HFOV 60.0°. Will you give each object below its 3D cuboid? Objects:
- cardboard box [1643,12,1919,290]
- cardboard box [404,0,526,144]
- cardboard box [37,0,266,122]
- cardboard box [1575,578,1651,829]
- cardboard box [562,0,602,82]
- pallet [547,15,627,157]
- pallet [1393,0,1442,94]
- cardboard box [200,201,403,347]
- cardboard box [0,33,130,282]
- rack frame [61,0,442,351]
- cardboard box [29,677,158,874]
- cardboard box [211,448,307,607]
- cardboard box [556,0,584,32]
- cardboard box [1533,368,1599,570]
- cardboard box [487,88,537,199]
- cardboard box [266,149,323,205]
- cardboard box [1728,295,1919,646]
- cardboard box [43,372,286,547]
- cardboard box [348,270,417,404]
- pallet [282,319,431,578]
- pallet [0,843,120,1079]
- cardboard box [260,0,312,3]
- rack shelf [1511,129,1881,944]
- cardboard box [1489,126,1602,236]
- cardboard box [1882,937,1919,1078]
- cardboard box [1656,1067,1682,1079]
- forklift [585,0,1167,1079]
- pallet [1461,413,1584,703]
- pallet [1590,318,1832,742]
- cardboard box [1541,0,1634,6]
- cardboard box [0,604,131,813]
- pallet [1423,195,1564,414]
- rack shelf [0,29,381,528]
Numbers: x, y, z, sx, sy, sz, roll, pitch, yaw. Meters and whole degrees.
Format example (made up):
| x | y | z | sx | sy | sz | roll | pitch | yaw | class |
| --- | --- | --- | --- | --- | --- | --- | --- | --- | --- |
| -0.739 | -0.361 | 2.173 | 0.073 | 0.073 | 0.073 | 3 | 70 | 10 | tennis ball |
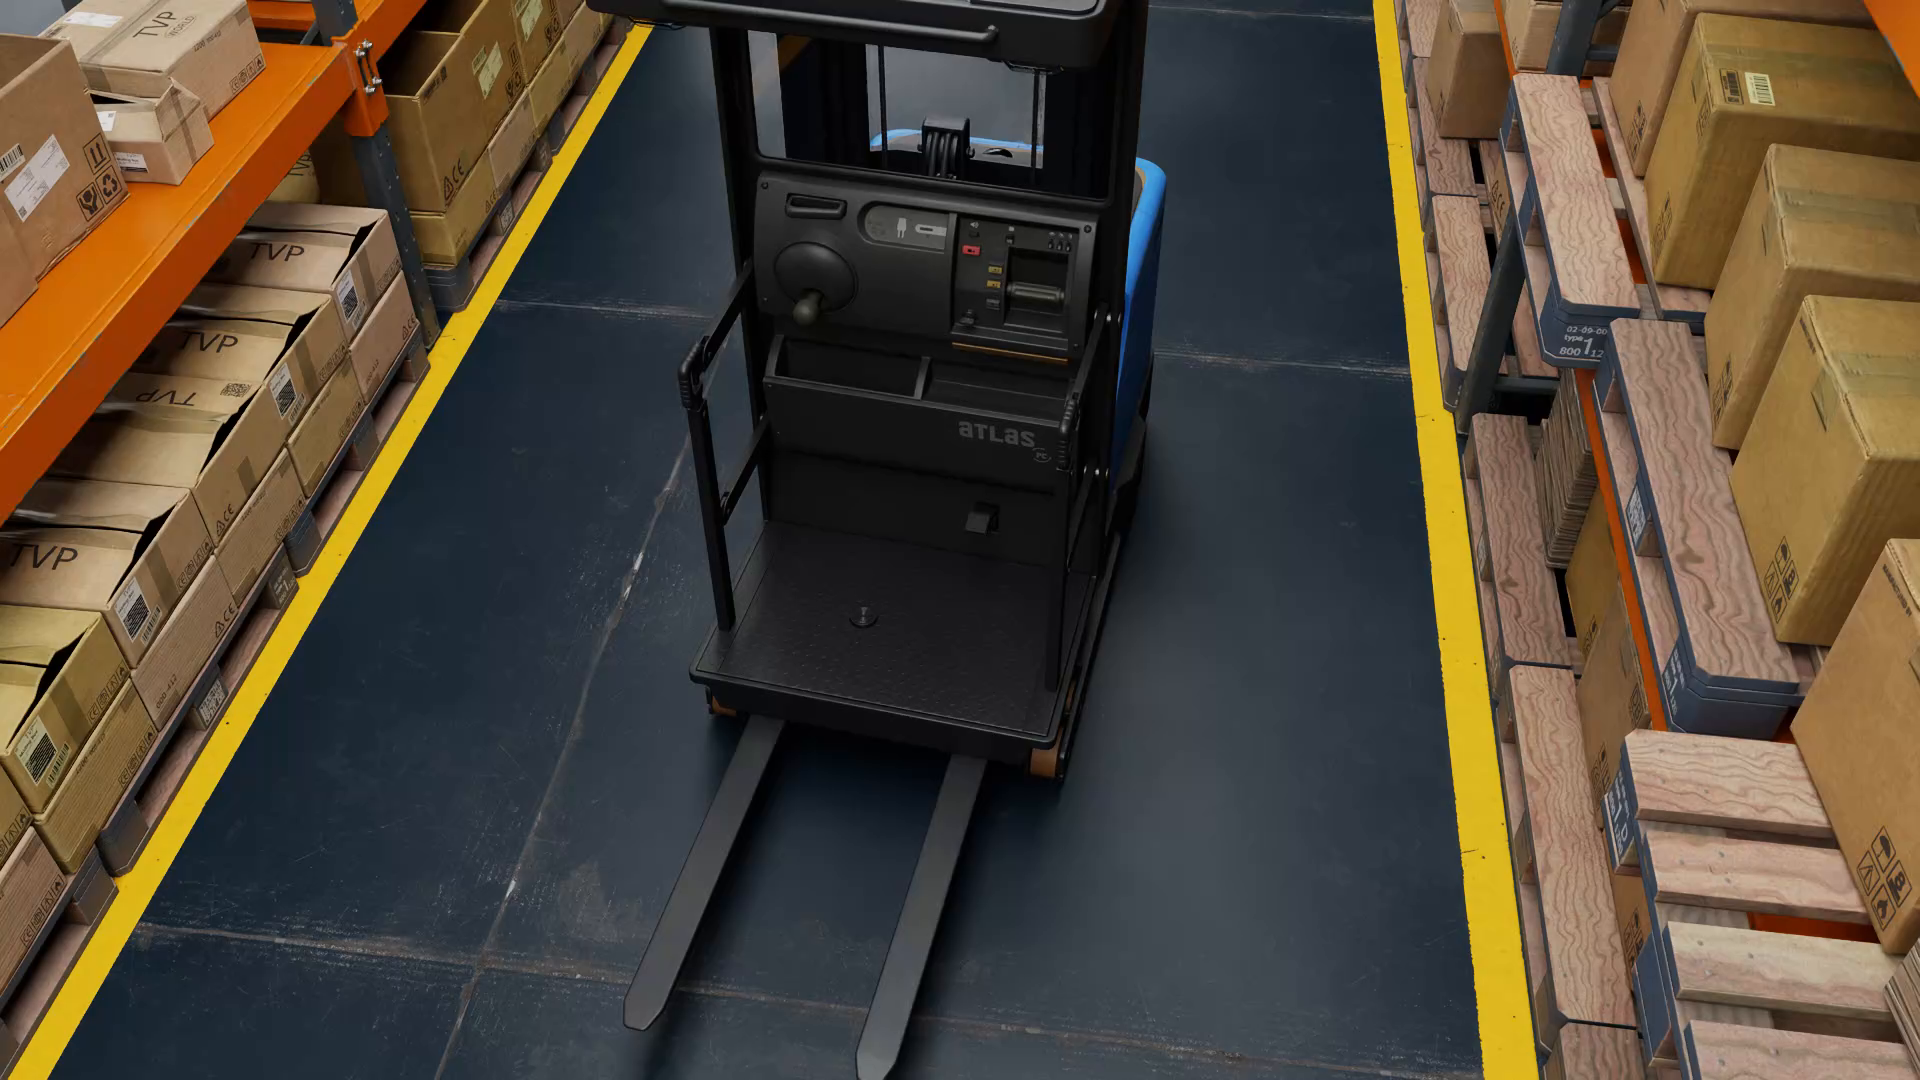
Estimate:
| x | y | z | sx | sy | sz | roll | pitch | yaw | class |
| --- | --- | --- | --- | --- | --- | --- | --- | --- | --- |
| 2.161 | -0.943 | 4.171 | 0.700 | 0.500 | 0.500 | 9 | 44 | 10 | cardboard box |
| -2.137 | -1.974 | 6.802 | 0.500 | 0.500 | 0.500 | 5 | 44 | 6 | cardboard box |
| -2.589 | -1.524 | 5.287 | 0.500 | 0.250 | 0.500 | 8 | 44 | 8 | cardboard box |
| 2.136 | 0.481 | 4.558 | 0.700 | 0.500 | 0.500 | 6 | 44 | 6 | cardboard box |
| -2.003 | -2.383 | 7.779 | 0.500 | 0.250 | 0.500 | 5 | 44 | 6 | cardboard box |
| -2.262 | -2.278 | 8.002 | 1.003 | 0.211 | 1.213 | 5 | 44 | 6 | pallet |
| 2.720 | -2.582 | 8.323 | 1.003 | 0.211 | 1.213 | 5 | 44 | 6 | pallet |
| -2.337 | -0.974 | 5.883 | 0.500 | 0.311 | 0.500 | 5 | 44 | 6 | cardboard box |
| -2.755 | -1.074 | 4.630 | 0.500 | 0.500 | 0.500 | 8 | 44 | 9 | cardboard box |
| -2.567 | -1.918 | 5.594 | 1.000 | 3.000 | 0.127 | 5 | 44 | 6 | rack frame |
| -2.608 | 0.626 | 4.602 | 0.500 | 0.250 | 0.500 | 4 | 44 | 4 | cardboard box |
| -2.471 | -0.070 | 5.337 | 0.500 | 0.250 | 0.500 | 6 | 44 | 6 | cardboard box |
| -2.000 | -2.655 | 7.521 | 0.500 | 0.500 | 0.500 | 5 | 44 | 6 | cardboard box |
| 2.262 | -0.220 | 5.298 | 0.700 | 0.500 | 0.500 | 7 | 44 | 7 | cardboard box |
| -2.134 | -1.701 | 7.059 | 0.500 | 0.250 | 0.500 | 5 | 44 | 6 | cardboard box |
| -2.723 | -1.408 | 6.750 | 0.500 | 0.250 | 0.500 | 5 | 44 | 6 | cardboard box |
| 2.009 | -0.113 | 3.295 | 0.700 | 0.500 | 0.500 | 5 | 44 | 6 | cardboard box |
| -2.468 | -0.279 | 5.149 | 0.500 | 0.311 | 0.500 | 5 | 44 | 5 | cardboard box |
| -2.335 | -0.763 | 6.069 | 0.500 | 0.250 | 0.500 | 5 | 44 | 5 | cardboard box |
| -2.626 | -0.400 | 6.019 | 1.003 | 0.211 | 1.213 | 5 | 44 | 6 | pallet |
| -2.949 | 1.263 | 4.263 | 1.003 | 0.211 | 1.213 | 5 | 44 | 6 | pallet |
| -2.515 | -2.258 | 5.880 | 0.700 | 0.500 | 0.500 | 4 | 44 | 4 | cardboard box |
| 2.079 | 0.154 | 3.929 | 1.077 | 0.370 | 4.000 | 5 | 44 | 6 | rack shelf |
| 2.441 | -1.434 | 6.580 | 0.500 | 0.500 | 0.500 | 2 | 43 | 2 | cardboard box |
| 1.867 | 0.738 | 2.396 | 0.700 | 0.500 | 0.500 | 1 | 43 | 1 | cardboard box |
| 2.041 | 1.167 | 3.833 | 0.700 | 0.500 | 0.500 | 5 | 44 | 5 | cardboard box |
| -0.152 | -0.646 | 4.300 | 1.130 | 2.935 | 3.031 | 10 | 44 | 10 | forklift |
| 2.242 | 0.073 | 5.520 | 1.003 | 0.211 | 1.213 | 5 | 44 | 6 | pallet |
| 2.036 | -0.028 | 3.737 | 1.003 | 0.211 | 1.213 | 5 | 44 | 6 | pallet |
| 2.099 | -2.046 | 5.278 | 0.500 | 0.500 | 0.500 | 5 | 44 | 5 | cardboard box |
| -2.605 | 0.414 | 4.418 | 0.500 | 0.311 | 0.500 | 4 | 44 | 4 | cardboard box |
| 2.397 | -0.919 | 6.567 | 1.003 | 0.211 | 1.213 | 5 | 44 | 6 | pallet |
| -2.832 | -0.294 | 4.402 | 1.077 | 0.370 | 4.000 | 5 | 44 | 6 | rack shelf |
